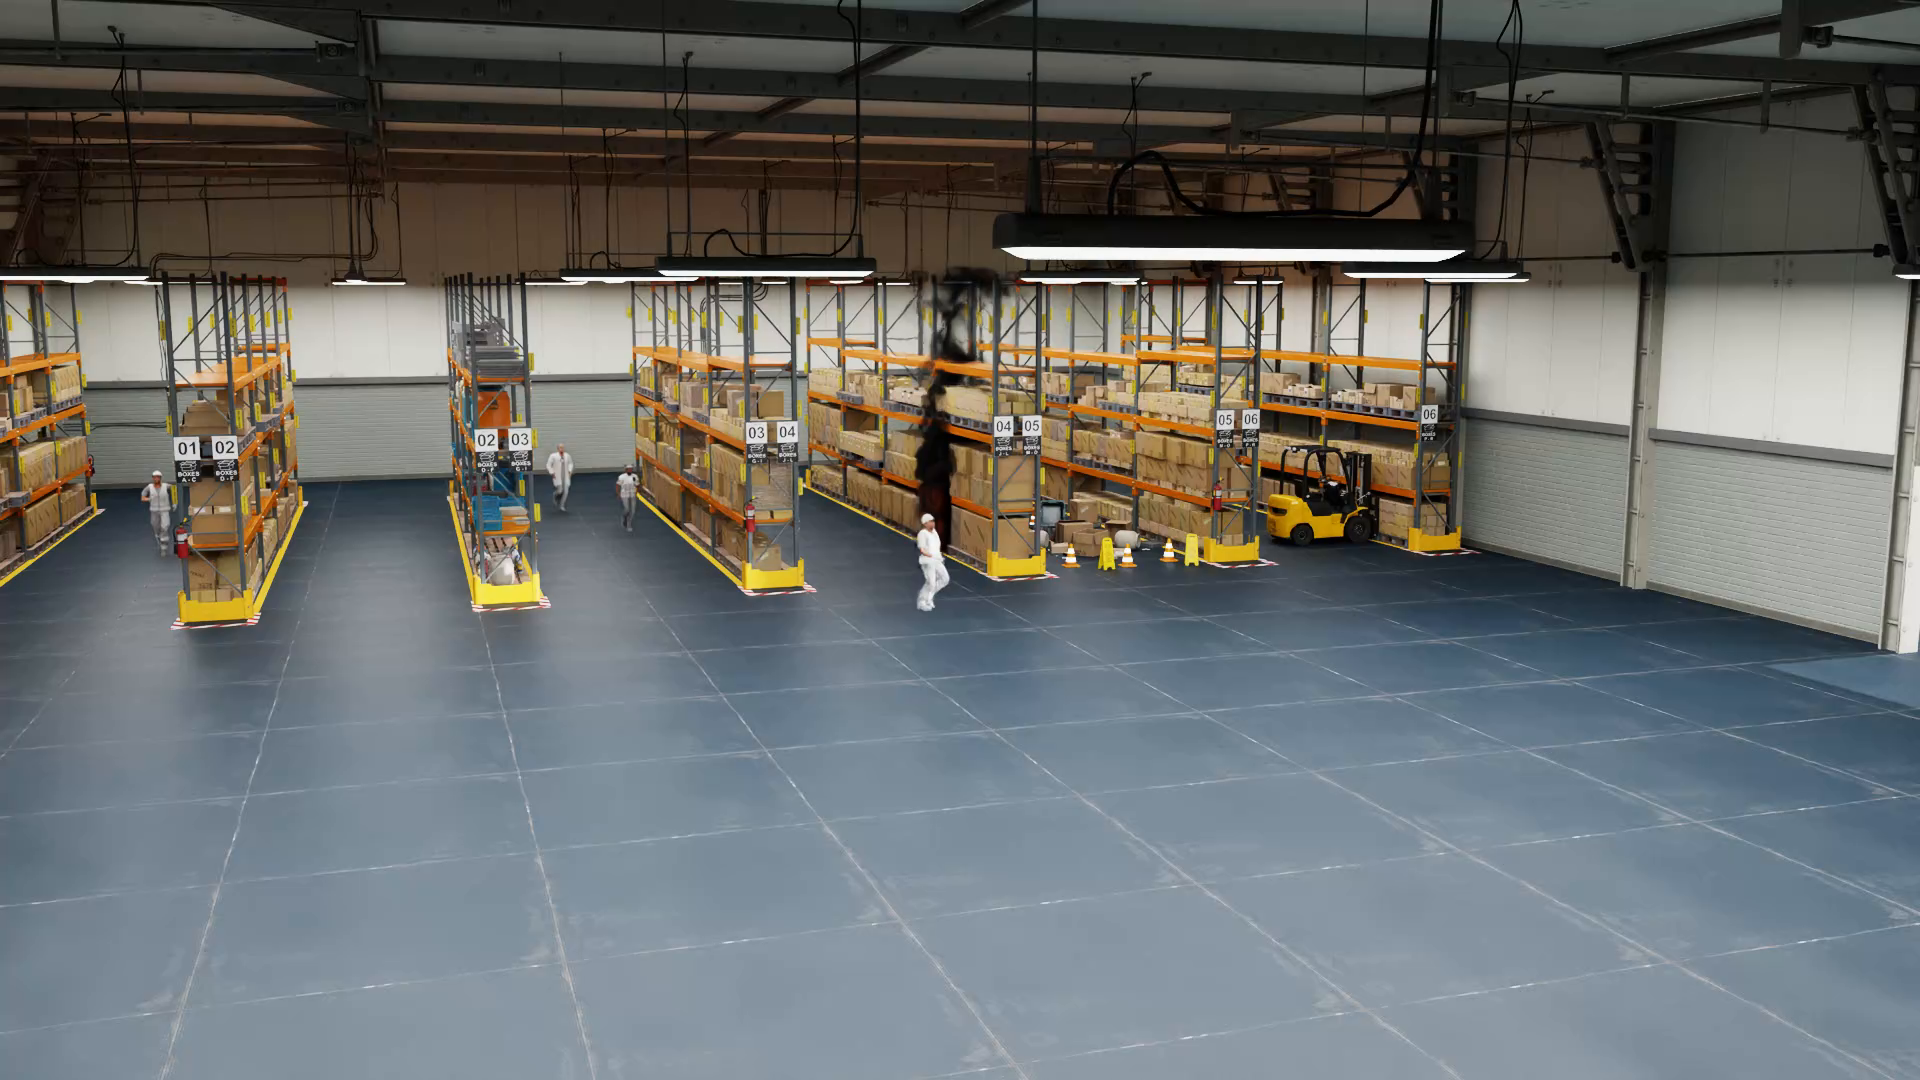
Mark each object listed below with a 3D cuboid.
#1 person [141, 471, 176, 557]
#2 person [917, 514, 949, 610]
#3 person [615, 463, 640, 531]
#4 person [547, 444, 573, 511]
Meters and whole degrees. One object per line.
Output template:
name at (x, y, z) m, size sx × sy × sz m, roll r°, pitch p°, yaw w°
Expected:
person at (-17.294, -0.593, 35.917) m, size 0.660 × 1.823 × 0.903 m, roll -3°, pitch 9°, yaw -19°
person at (-0.495, 0.388, 29.707) m, size 0.590 × 1.736 × 0.695 m, roll 4°, pitch 9°, yaw 23°
person at (-7.832, -1.018, 39.370) m, size 0.559 × 1.644 × 0.586 m, roll -4°, pitch 9°, yaw -23°
person at (-10.370, -1.641, 43.228) m, size 0.694 × 1.736 × 0.625 m, roll -6°, pitch 10°, yaw -33°
